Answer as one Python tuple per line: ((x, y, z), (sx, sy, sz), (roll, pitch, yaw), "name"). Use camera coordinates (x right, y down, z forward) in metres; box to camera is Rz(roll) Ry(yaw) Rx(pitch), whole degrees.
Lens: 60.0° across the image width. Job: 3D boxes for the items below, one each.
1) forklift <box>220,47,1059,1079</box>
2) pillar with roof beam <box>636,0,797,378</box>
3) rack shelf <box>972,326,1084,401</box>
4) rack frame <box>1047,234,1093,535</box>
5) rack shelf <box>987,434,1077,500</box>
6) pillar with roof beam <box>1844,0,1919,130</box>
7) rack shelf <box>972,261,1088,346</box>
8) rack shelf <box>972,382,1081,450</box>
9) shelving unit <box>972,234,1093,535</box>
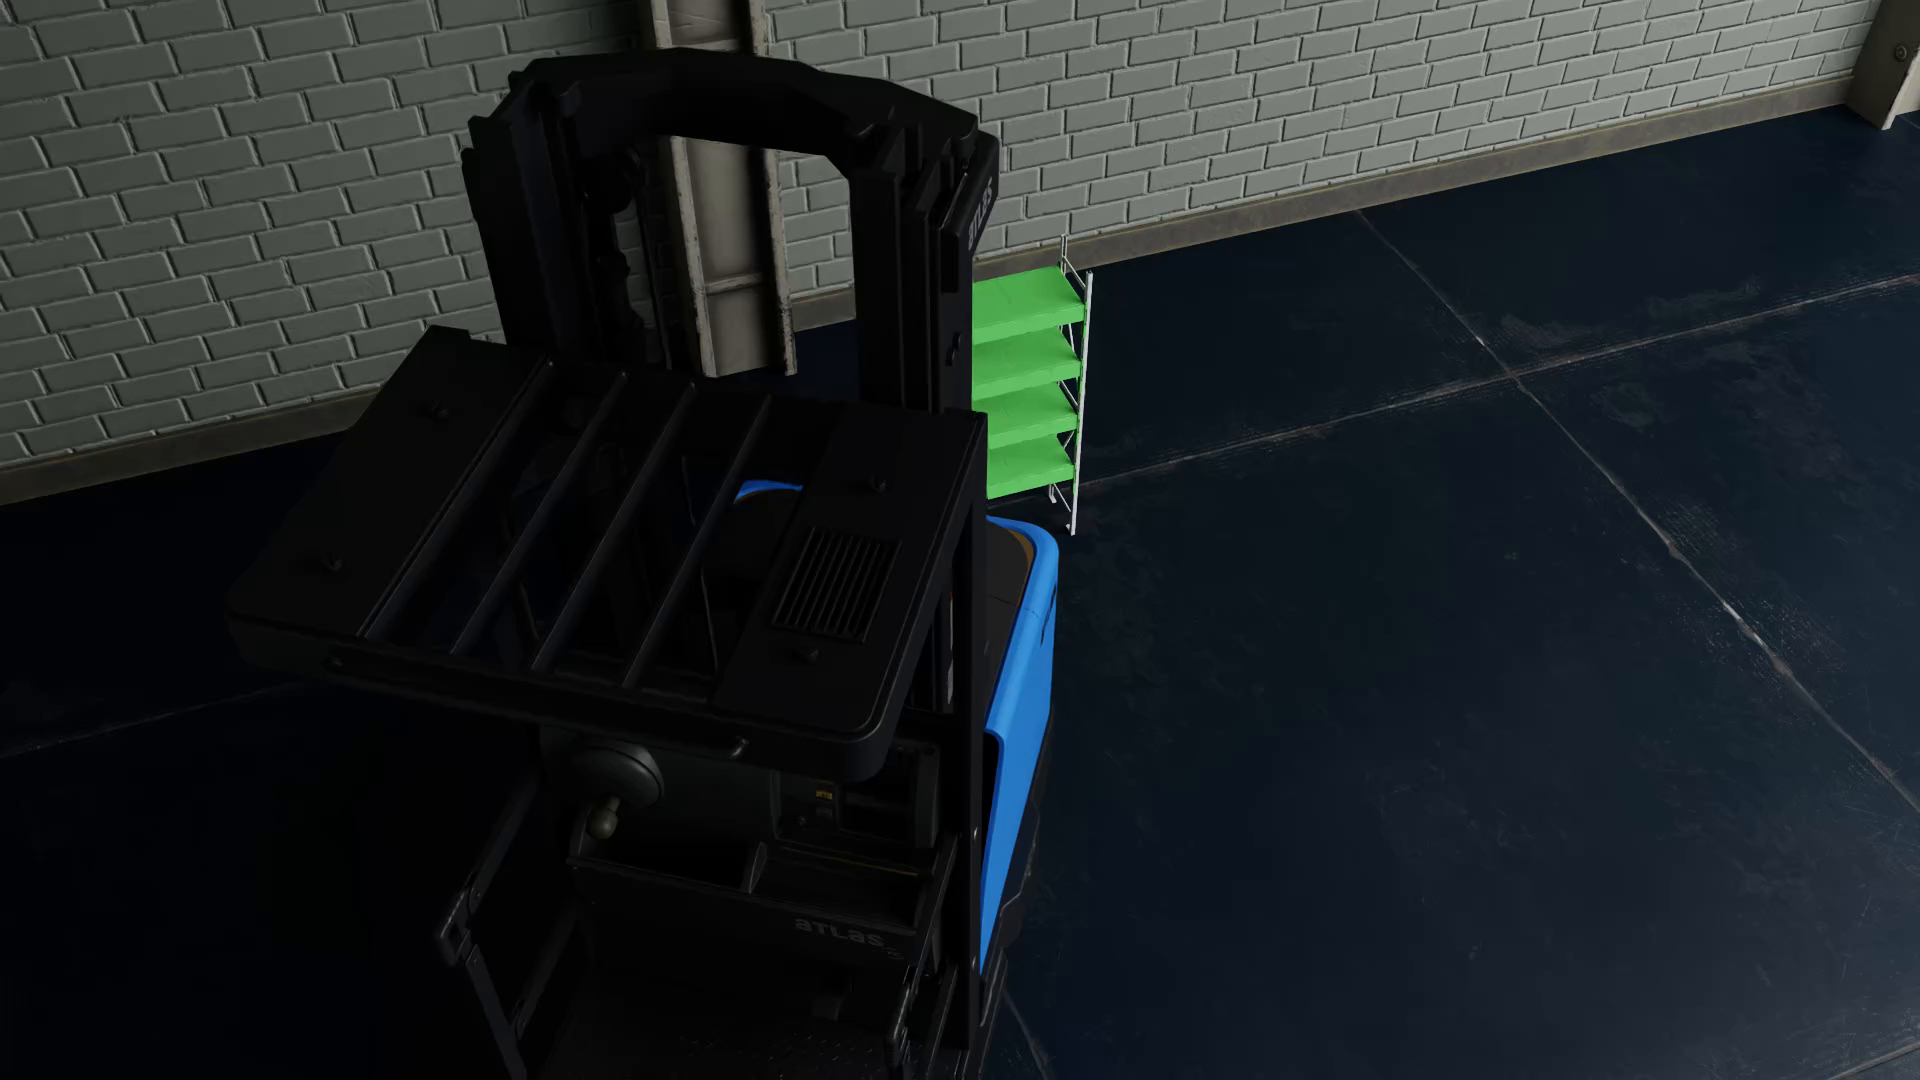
((-0.548, 0.618, 3.564), (1.130, 2.935, 3.031), (10, 46, 10), "forklift")
((0.545, -1.060, 0.953), (0.400, 9.000, 9.100), (-14, 47, -14), "pillar with roof beam")
((0.156, -0.588, 5.740), (0.480, 0.148, 0.258), (-14, 47, -14), "rack shelf")
((0.385, -0.522, 5.923), (0.015, 1.200, 0.240), (-14, 47, -14), "rack frame")
((0.156, -0.249, 6.080), (0.480, 0.148, 0.258), (-14, 47, -14), "rack shelf")
((6.188, -2.503, 2.391), (0.400, 9.000, 9.100), (-14, 47, -14), "pillar with roof beam")
((0.156, -0.757, 5.570), (0.480, 0.148, 0.258), (-14, 47, -14), "rack shelf")
((0.156, -0.418, 5.910), (0.480, 0.148, 0.258), (-14, 47, -14), "rack shelf")
((0.156, -0.463, 5.865), (0.503, 1.200, 0.258), (-14, 47, -14), "shelving unit")
